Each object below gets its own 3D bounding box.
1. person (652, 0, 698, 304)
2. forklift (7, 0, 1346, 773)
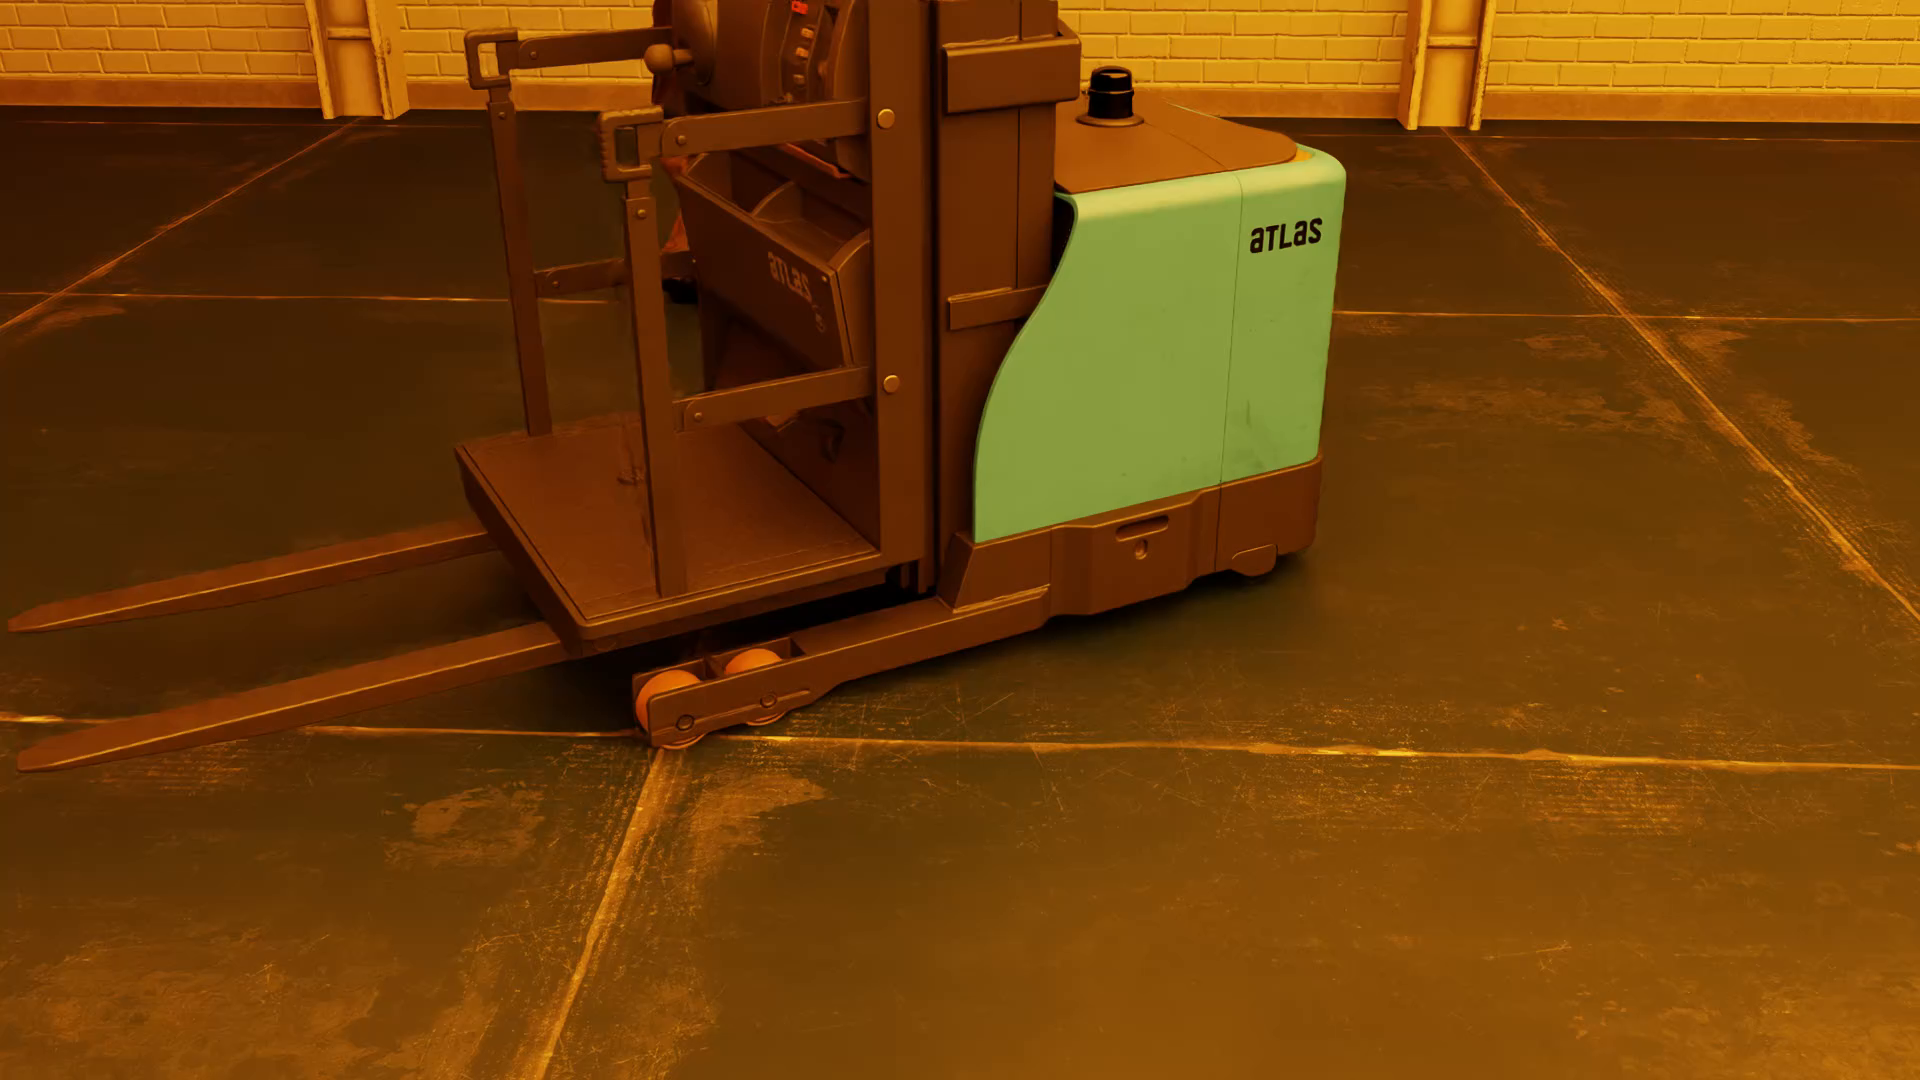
[{"bbox_3d":[-0.755,-1.553,6.063,0.782,1.464,0.916,13,29,25],"label":"person"},{"bbox_3d":[-0.608,-1.129,3.497,3.031,2.935,1.130,-14,29,-25],"label":"forklift"}]
